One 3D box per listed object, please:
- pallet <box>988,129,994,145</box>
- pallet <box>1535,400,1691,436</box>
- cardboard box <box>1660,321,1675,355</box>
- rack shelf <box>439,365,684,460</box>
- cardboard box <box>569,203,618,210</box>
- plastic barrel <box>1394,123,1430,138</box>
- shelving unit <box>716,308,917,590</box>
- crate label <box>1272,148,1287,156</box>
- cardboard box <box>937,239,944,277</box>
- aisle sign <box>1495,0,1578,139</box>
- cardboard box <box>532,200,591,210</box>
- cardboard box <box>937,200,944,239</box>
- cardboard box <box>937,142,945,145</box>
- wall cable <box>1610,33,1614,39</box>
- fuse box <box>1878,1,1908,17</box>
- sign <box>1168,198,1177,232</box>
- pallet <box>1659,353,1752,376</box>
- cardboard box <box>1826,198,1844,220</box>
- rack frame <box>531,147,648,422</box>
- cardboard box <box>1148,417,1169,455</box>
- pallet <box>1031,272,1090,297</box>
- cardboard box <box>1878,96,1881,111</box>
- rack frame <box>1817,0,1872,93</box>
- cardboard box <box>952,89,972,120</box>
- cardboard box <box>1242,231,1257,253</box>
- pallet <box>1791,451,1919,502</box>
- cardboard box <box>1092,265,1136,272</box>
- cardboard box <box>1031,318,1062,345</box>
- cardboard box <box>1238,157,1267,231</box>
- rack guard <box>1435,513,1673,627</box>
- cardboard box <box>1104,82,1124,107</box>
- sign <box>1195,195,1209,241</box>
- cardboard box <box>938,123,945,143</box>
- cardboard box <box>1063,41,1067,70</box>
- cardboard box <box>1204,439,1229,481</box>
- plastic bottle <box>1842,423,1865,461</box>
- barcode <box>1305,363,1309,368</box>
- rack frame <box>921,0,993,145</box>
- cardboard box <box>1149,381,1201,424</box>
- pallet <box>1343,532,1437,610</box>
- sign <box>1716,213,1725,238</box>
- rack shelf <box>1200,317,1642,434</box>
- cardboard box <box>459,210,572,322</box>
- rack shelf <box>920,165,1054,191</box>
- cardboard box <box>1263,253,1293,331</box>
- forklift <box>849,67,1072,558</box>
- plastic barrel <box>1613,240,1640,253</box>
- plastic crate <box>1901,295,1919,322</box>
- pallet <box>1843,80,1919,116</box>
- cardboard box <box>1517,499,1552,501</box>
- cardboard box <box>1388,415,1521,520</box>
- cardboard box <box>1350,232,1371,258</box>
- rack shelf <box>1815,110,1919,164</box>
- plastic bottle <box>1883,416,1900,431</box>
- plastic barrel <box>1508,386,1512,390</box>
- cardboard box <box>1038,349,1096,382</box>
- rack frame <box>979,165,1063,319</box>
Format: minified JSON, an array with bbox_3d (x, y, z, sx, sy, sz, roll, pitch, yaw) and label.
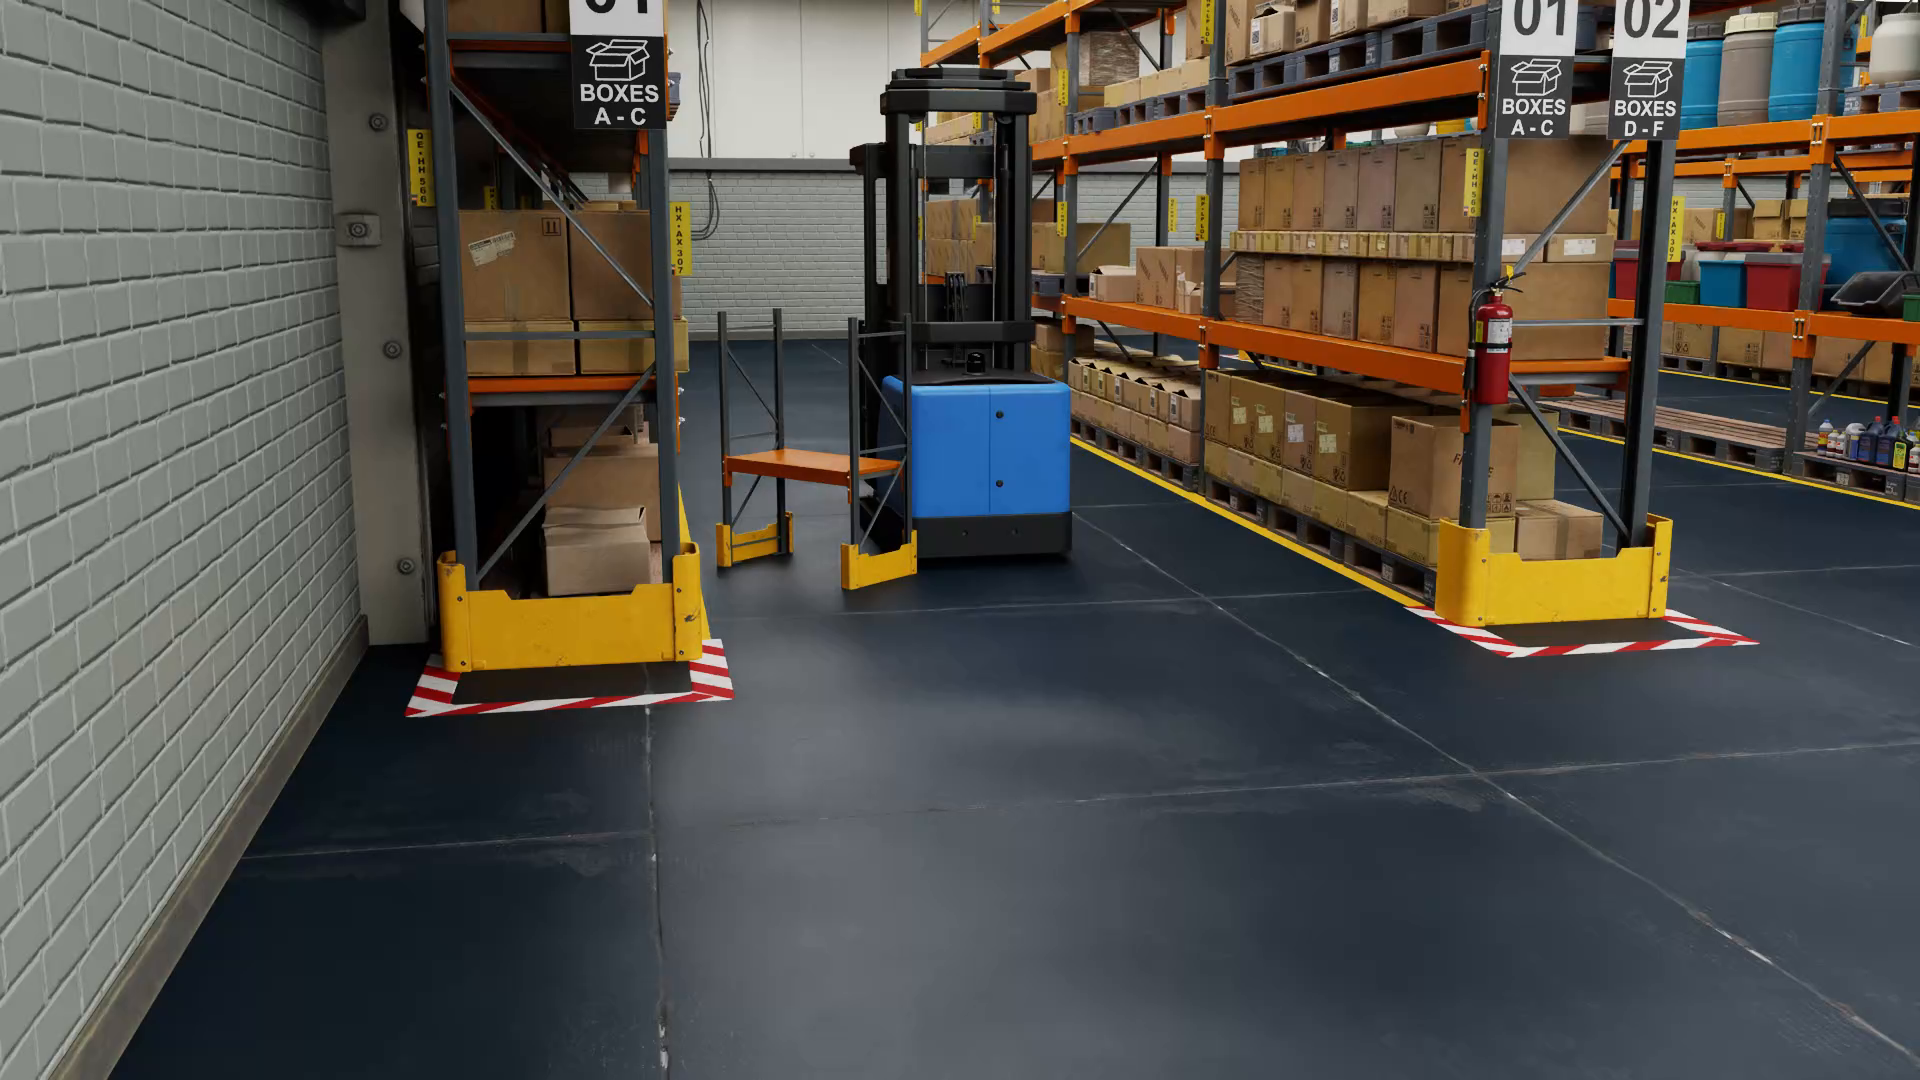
[{"bbox_3d":[0.995,-4.361,18.065,1.213,0.211,1.003,-2,11,-11],"label":"pallet"},{"bbox_3d":[6.483,-1.224,16.564,1.003,0.211,1.213,-2,11,-11],"label":"pallet"},{"bbox_3d":[10.226,-3.103,23.536,0.875,0.875,0.875,-2,11,-11],"label":"cardboard box"},{"bbox_3d":[-2.181,-0.923,9.450,1.077,0.370,4.000,-2,11,-11],"label":"rack shelf"},{"bbox_3d":[-3.174,-2.840,14.419,0.380,0.149,0.250,-4,12,-21],"label":"cardboard box"},{"bbox_3d":[5.449,-5.112,20.024,0.433,0.535,0.433,0,11,0],"label":"plastic barrel"},{"bbox_3d":[-0.848,-0.565,9.656,1.083,1.500,0.587,8,14,37],"label":"shelving unit"},{"bbox_3d":[4.677,-5.424,23.548,0.408,0.251,0.502,-2,11,-11],"label":"crate label"},{"bbox_3d":[-0.017,-3.797,22.355,0.500,0.500,0.500,-2,11,-11],"label":"cardboard box"},{"bbox_3d":[2.791,-2.345,8.043,0.394,0.787,0.004,-2,11,-11],"label":"aisle sign"},{"bbox_3d":[-3.690,-3.024,15.442,0.500,0.250,0.500,-2,11,-9],"label":"cardboard box"},{"bbox_3d":[-0.016,-4.287,22.257,0.500,0.500,0.500,-2,11,-10],"label":"cardboard box"},{"bbox_3d":[-0.011,-5.138,22.047,0.500,0.250,0.500,-2,11,-11],"label":"cardboard box"},{"bbox_3d":[11.954,-10.075,30.958,2.277,5.999,0.120,-2,11,-11],"label":"wall cable"},{"bbox_3d":[18.031,-10.283,32.100,0.513,0.334,0.176,-2,11,-11],"label":"fuse box"},{"bbox_3d":[2.054,-3.148,16.115,0.100,0.325,0.005,-2,11,-11],"label":"sign"},{"bbox_3d":[10.379,-2.424,22.866,1.003,0.211,1.213,-2,11,-11],"label":"pallet"},{"bbox_3d":[10.841,-3.837,19.881,0.797,0.503,0.637,-2,11,-9],"label":"cardboard box"},{"bbox_3d":[-3.348,-2.377,15.164,1.000,3.000,0.127,-2,11,-11],"label":"rack frame"},{"bbox_3d":[1.827,-0.838,13.309,0.500,0.250,0.500,-2,11,-12],"label":"cardboard box"},{"bbox_3d":[1.310,-2.586,16.772,1.213,0.211,1.003,-2,11,-11],"label":"pallet"},{"bbox_3d":[10.785,-4.911,19.063,0.500,0.500,0.500,-2,11,-8],"label":"cardboard box"},{"bbox_3d":[7.148,-4.951,12.642,1.000,3.000,0.127,-2,11,-11],"label":"rack frame"},{"bbox_3d":[0.293,-5.668,21.489,0.700,0.500,0.500,-2,11,-11],"label":"cardboard box"},{"bbox_3d":[2.200,-2.090,11.652,0.380,0.149,0.250,-2,11,-10],"label":"cardboard box"},{"bbox_3d":[7.238,-0.509,12.808,1.003,0.211,1.213,-2,11,-11],"label":"pallet"},{"bbox_3d":[1.538,-2.446,15.764,0.500,0.311,0.500,-1,11,-7],"label":"cardboard box"},{"bbox_3d":[0.880,-2.275,18.131,0.500,0.250,0.500,-2,11,-12],"label":"cardboard box"},{"bbox_3d":[2.381,-2.430,11.703,0.700,0.500,0.500,-2,11,-11],"label":"cardboard box"},{"bbox_3d":[3.071,0.142,8.616,1.175,0.500,0.348,-2,11,-11],"label":"rack guard"},{"bbox_3d":[1.654,-4.083,15.382,0.500,0.250,0.500,-3,11,-15],"label":"cardboard box"},{"bbox_3d":[1.758,-2.333,12.046,0.100,0.325,0.005,-2,11,-11],"label":"sign"},{"bbox_3d":[-0.007,-5.384,22.001,0.500,0.250,0.500,-2,11,-11],"label":"cardboard box"},{"bbox_3d":[1.333,-4.746,16.644,0.500,0.500,0.500,-2,11,-11],"label":"cardboard box"},{"bbox_3d":[2.081,-0.584,11.973,0.500,0.250,0.500,-2,11,-11],"label":"cardboard box"},{"bbox_3d":[6.870,-0.749,12.719,0.152,0.276,0.135,-2,11,-9],"label":"plastic bottle"},{"bbox_3d":[2.647,-1.346,12.688,0.001,0.075,0.075,-2,11,-11],"label":"barcode"},{"bbox_3d":[-0.045,-6.972,23.262,1.000,3.000,0.127,-2,11,-11],"label":"rack frame"},{"bbox_3d":[1.821,-1.115,13.261,0.500,0.311,0.500,-2,11,-9],"label":"cardboard box"},{"bbox_3d":[2.877,0.140,9.395,1.003,0.211,1.213,-2,11,-11],"label":"pallet"},{"bbox_3d":[9.906,-4.095,21.662,0.100,0.325,0.005,-2,11,-11],"label":"sign"},{"bbox_3d":[2.678,-1.104,10.400,1.077,0.370,4.000,-2,11,-11],"label":"rack shelf"},{"bbox_3d":[-2.092,-1.293,7.811,0.500,0.500,0.500,-2,11,-12],"label":"cardboard box"},{"bbox_3d":[0.344,-4.779,21.683,1.077,0.370,4.000,-2,11,-11],"label":"rack shelf"},{"bbox_3d":[2.490,-1.696,11.317,0.700,0.500,0.500,-2,11,-12],"label":"cardboard box"},{"bbox_3d":[-0.126,-1.555,11.029,1.130,2.935,3.031,-2,11,-11],"label":"forklift"},{"bbox_3d":[6.757,-2.730,16.655,0.600,0.536,0.708,-2,11,-11],"label":"plastic barrel"},{"bbox_3d":[7.135,-1.641,11.860,0.450,0.188,0.662,-2,11,-11],"label":"plastic crate"},{"bbox_3d":[7.384,-3.256,12.263,1.213,0.211,1.003,-2,11,-11],"label":"pallet"},{"bbox_3d":[3.080,-0.144,9.663,0.500,0.250,0.500,-2,11,-11],"label":"cardboard box"},{"bbox_3d":[2.670,-0.402,9.013,0.500,0.500,0.500,-2,11,-11],"label":"cardboard box"},{"bbox_3d":[2.552,-1.759,9.914,0.380,0.149,0.250,-2,11,-9],"label":"cardboard box"},{"bbox_3d":[7.537,-2.757,11.062,1.077,0.370,4.000,-2,11,-11],"label":"rack shelf"},{"bbox_3d":[7.039,-0.761,12.579,0.144,0.351,0.185,-2,11,-11],"label":"plastic bottle"},{"bbox_3d":[6.061,-1.911,18.245,0.421,0.512,0.421,0,11,0],"label":"plastic barrel"},{"bbox_3d":[1.098,-1.709,17.163,0.500,0.500,0.500,-2,11,-9],"label":"cardboard box"},{"bbox_3d":[0.733,-3.292,19.969,1.000,3.000,0.127,-2,11,-11],"label":"rack frame"}]
